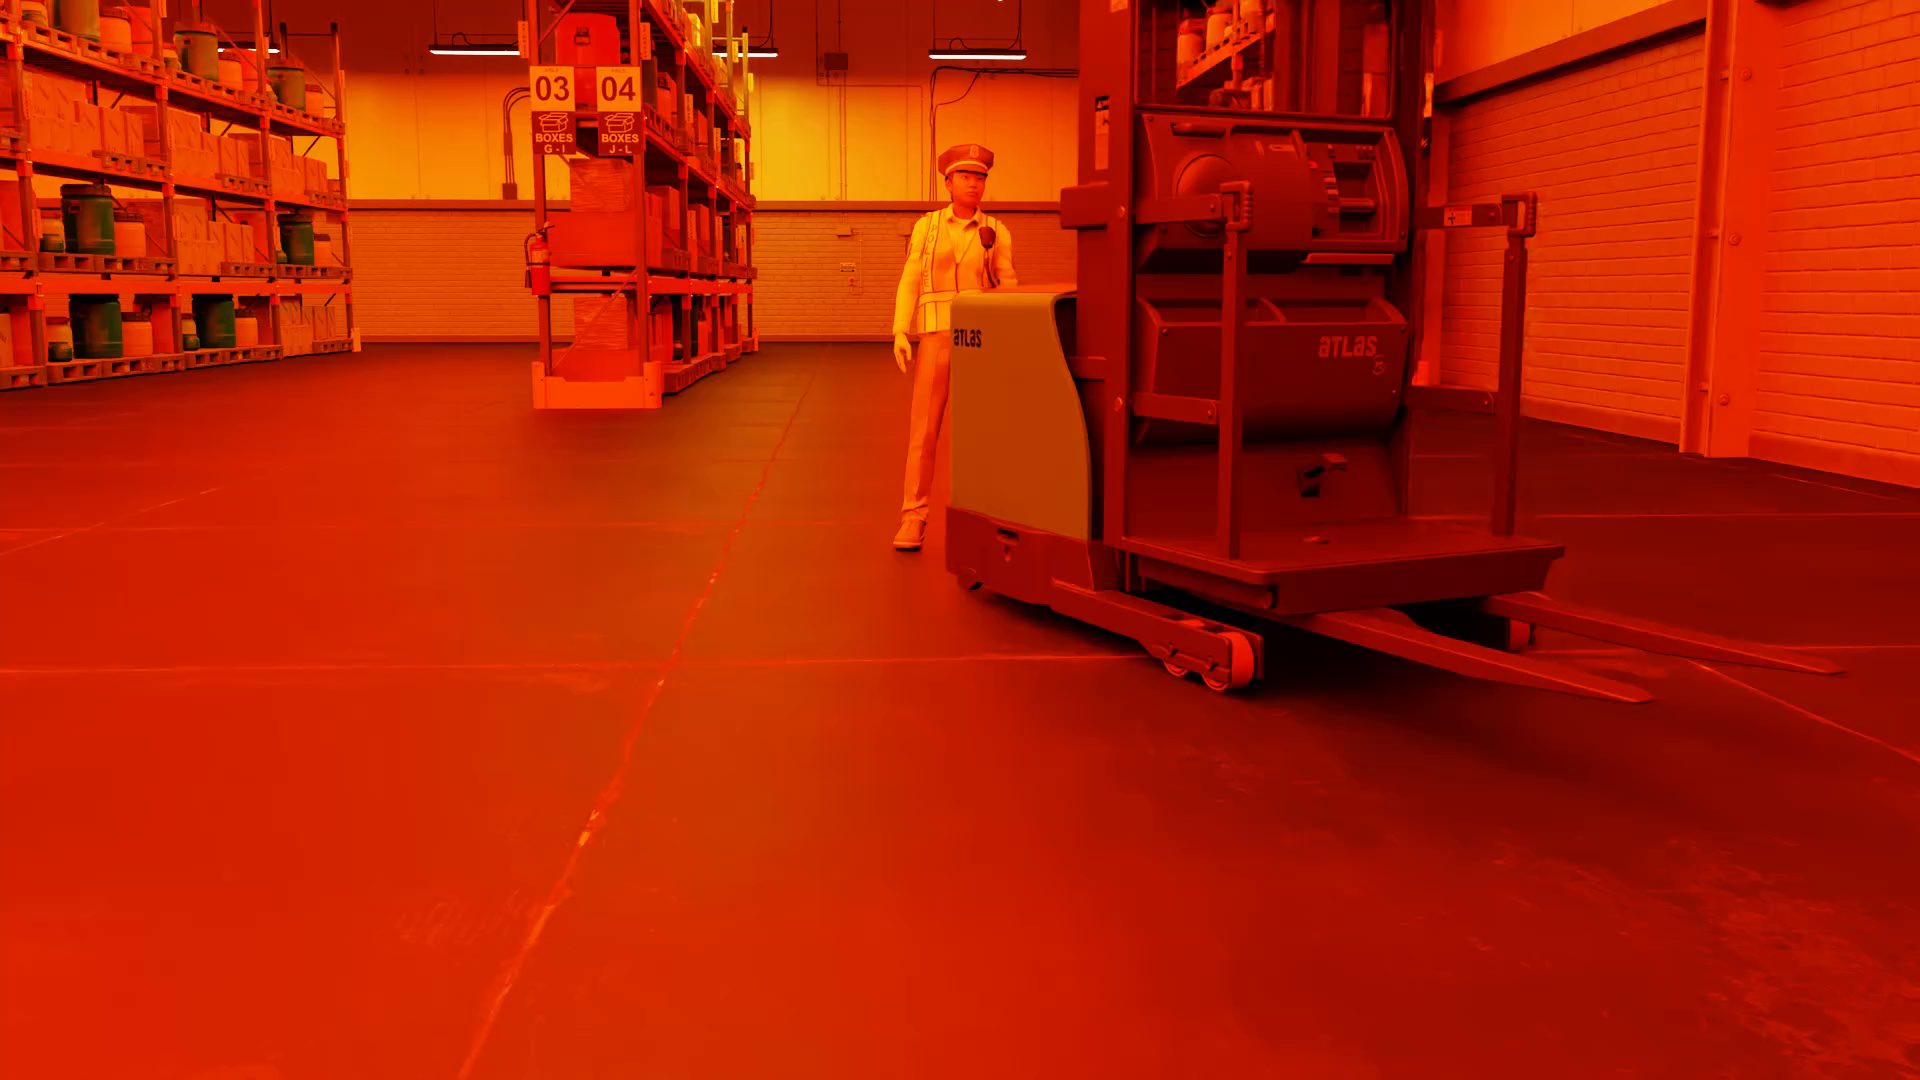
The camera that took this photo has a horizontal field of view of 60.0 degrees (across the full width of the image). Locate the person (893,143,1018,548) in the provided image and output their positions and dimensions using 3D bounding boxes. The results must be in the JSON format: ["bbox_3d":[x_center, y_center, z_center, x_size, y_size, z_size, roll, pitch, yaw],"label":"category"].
[{"bbox_3d":[-0.002,-0.835,7.116,0.587,1.695,0.531,-1,8,-4],"label":"person"}]

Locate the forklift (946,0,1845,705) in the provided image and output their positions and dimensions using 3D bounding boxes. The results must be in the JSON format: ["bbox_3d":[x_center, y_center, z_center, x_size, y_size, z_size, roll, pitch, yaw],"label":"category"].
[{"bbox_3d":[1.053,-1.110,4.805,1.130,2.935,3.031,-4,9,-26],"label":"forklift"}]
